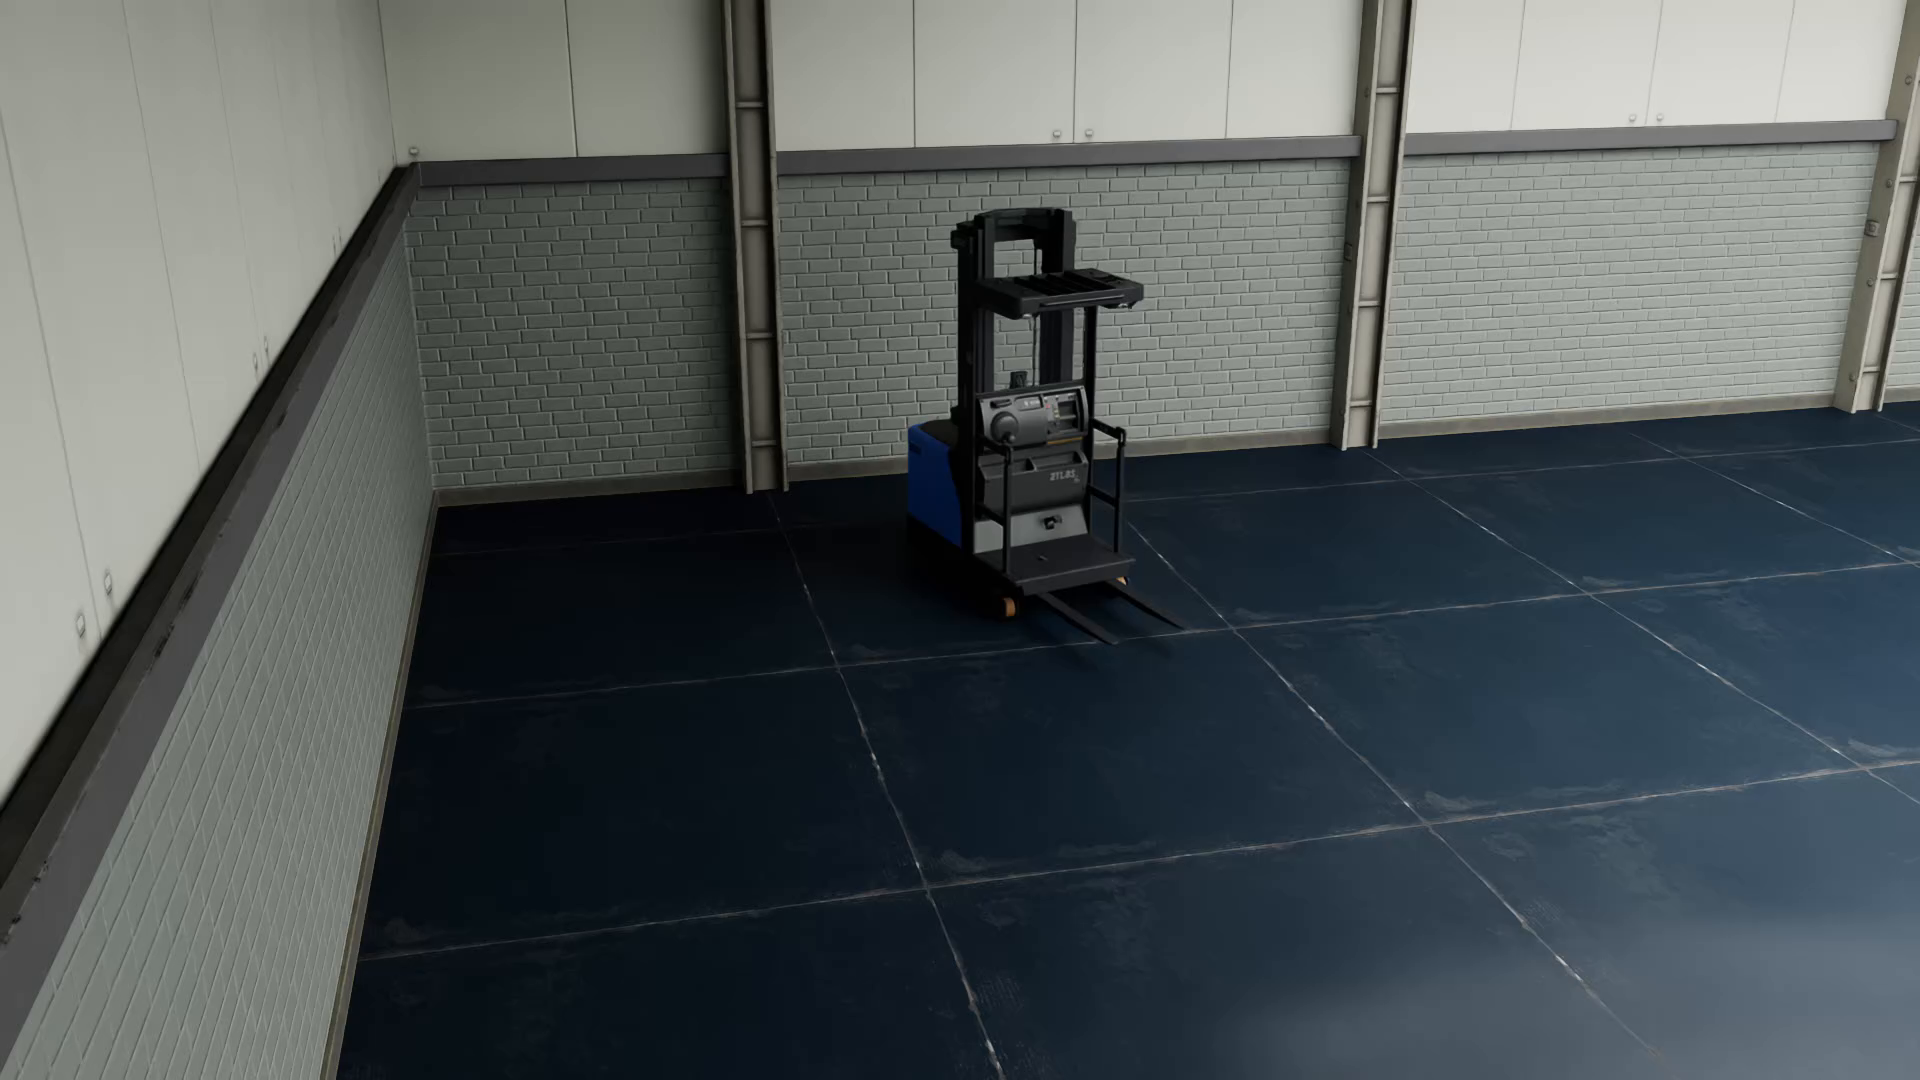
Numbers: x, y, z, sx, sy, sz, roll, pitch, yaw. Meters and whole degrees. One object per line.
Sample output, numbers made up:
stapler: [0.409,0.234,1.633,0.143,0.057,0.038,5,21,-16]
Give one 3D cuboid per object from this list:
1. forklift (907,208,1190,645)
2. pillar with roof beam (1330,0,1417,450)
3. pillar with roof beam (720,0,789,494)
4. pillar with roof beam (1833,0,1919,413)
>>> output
forklift: [0.671,-0.951,12.650,1.130,2.935,3.031,-10,22,-25]
pillar with roof beam: [4.998,-3.756,11.486,0.400,9.000,9.100,-5,21,-12]
pillar with roof beam: [-0.841,-3.281,10.190,0.400,9.000,9.100,-5,21,-12]
pillar with roof beam: [10.837,-4.231,12.783,0.400,9.000,9.100,-5,21,-12]
